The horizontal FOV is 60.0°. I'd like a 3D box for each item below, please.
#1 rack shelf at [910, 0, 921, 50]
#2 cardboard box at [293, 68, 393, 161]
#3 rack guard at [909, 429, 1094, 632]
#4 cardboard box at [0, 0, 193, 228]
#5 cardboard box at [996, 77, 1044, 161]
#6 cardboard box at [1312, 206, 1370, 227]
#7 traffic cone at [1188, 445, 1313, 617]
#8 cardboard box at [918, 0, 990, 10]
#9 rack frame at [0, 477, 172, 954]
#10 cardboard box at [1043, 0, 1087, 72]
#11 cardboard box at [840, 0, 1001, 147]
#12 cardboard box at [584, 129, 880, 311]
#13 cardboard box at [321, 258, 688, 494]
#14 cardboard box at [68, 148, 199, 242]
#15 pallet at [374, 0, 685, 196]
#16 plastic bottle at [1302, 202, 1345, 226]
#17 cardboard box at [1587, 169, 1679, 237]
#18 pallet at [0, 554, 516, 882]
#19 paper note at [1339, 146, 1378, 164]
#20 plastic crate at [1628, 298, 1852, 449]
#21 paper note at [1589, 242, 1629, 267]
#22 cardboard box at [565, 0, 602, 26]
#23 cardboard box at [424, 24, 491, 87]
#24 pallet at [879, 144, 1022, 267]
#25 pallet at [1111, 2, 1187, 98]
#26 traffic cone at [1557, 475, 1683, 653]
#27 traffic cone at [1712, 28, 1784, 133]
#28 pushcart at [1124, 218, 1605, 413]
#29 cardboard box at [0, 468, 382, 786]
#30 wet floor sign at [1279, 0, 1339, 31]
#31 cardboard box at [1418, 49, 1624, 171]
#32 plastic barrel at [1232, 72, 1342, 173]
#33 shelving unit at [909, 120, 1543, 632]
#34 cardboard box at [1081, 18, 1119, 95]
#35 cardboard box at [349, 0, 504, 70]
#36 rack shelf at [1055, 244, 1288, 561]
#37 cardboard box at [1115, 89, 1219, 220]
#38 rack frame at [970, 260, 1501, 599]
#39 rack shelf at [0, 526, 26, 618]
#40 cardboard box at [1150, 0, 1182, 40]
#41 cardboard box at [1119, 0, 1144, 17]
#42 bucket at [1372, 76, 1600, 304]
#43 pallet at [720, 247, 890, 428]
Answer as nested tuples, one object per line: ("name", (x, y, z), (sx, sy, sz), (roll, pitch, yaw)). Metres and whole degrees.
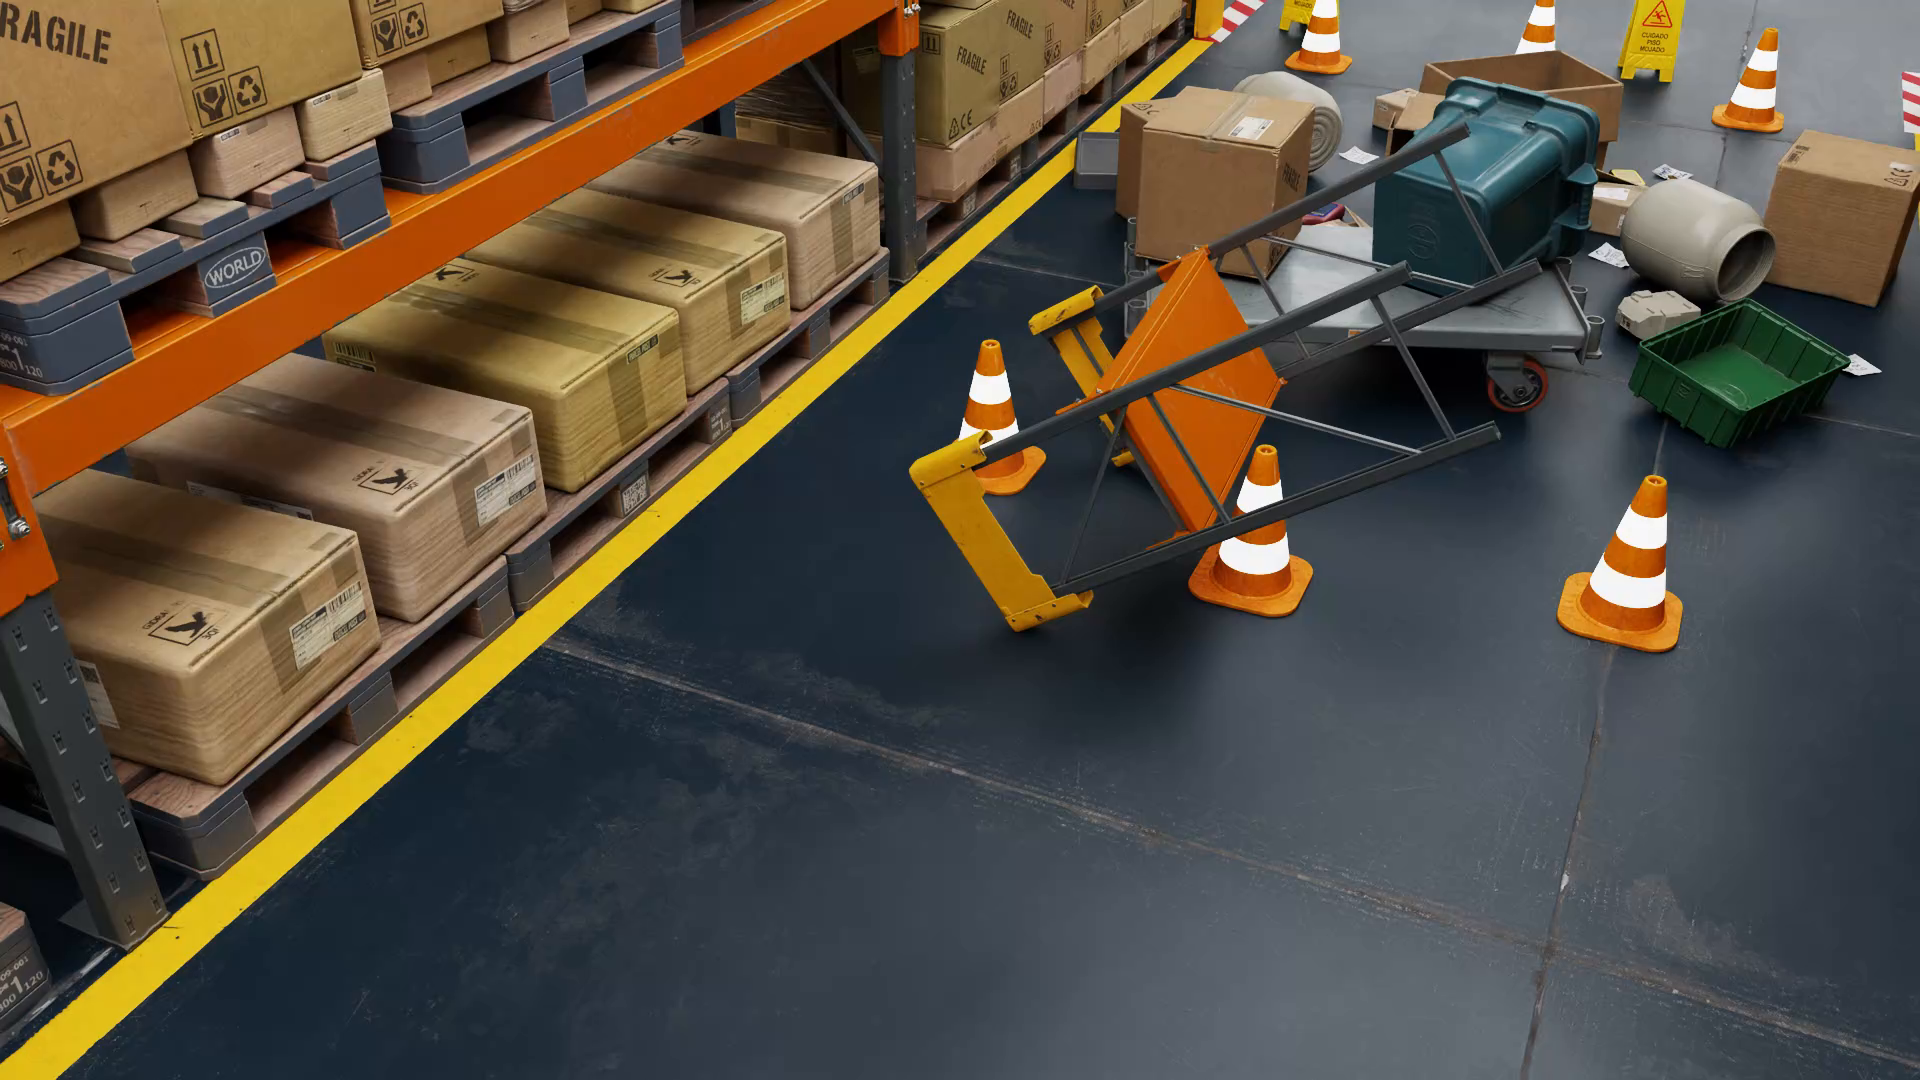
("rack shelf", (0.182, -3.140, 7.959), (1.077, 0.370, 4.000), (14, 36, 20))
("cardboard box", (-1.584, -1.033, 3.937), (0.380, 0.149, 0.250), (14, 36, 21))
("rack guard", (0.119, -0.018, 4.708), (0.250, 0.587, 0.087), (-22, 20, 35))
("cardboard box", (-1.930, -0.965, 3.241), (0.500, 0.500, 0.500), (13, 35, 19))
("cardboard box", (0.050, -1.971, 7.645), (0.500, 0.250, 0.500), (16, 37, 23))
("cardboard box", (1.635, -1.215, 6.860), (0.258, 0.266, 0.396), (-9, 34, -13))
("traffic cone", (0.885, -0.071, 4.937), (0.336, 0.463, 0.334), (14, 36, 20))
("cardboard box", (-0.056, -2.336, 6.926), (0.380, 0.149, 0.250), (15, 36, 21))
("rack frame", (-2.328, -0.453, 3.205), (1.000, 3.000, 0.127), (14, 36, 20))
("cardboard box", (0.269, -2.543, 7.834), (0.500, 0.500, 0.500), (16, 37, 23))
("cardboard box", (-0.163, -2.016, 7.030), (0.500, 0.500, 0.500), (16, 36, 23))
("cardboard box", (-0.872, -1.260, 6.449), (0.950, 0.372, 0.625), (15, 36, 21))
("cardboard box", (-1.459, -0.554, 5.373), (0.950, 0.372, 0.625), (15, 36, 22))
("cardboard box", (-1.875, -0.775, 3.543), (0.380, 0.149, 0.250), (12, 35, 18))
("pallet", (-1.537, -1.368, 4.775), (1.003, 0.211, 1.213), (14, 36, 20))
("plastic bottle", (1.589, -1.428, 7.373), (0.133, 0.061, 0.283), (21, 39, 28))
("cardboard box", (2.930, -1.495, 7.287), (0.396, 0.266, 0.258), (21, 39, 28))
("pallet", (-2.000, 0.325, 4.562), (1.003, 0.211, 1.213), (14, 36, 20))
("paper note", (1.940, -1.874, 8.091), (0.148, 0.019, 0.142), (29, 43, 36))
("plastic crate", (2.766, -0.595, 5.933), (0.662, 0.188, 0.450), (-21, 49, -29))
("paper note", (2.790, -1.211, 7.076), (0.172, 0.023, 0.155), (29, 43, 36))
("cardboard box", (-1.263, -1.583, 4.775), (0.380, 0.149, 0.250), (13, 35, 19))
("cardboard box", (-1.472, -1.321, 4.375), (0.380, 0.149, 0.250), (16, 36, 22))
("pallet", (-0.406, -1.621, 7.530), (1.003, 0.211, 1.213), (14, 36, 20))
("pallet", (0.615, -2.836, 9.383), (1.003, 0.211, 1.213), (14, 36, 20))
("traffic cone", (1.951, 0.023, 4.793), (0.336, 0.463, 0.334), (14, 36, 20))
("traffic cone", (4.045, -2.352, 8.415), (0.336, 0.463, 0.334), (14, 36, 20))
("pushcart", (1.437, -0.850, 6.202), (1.648, 0.377, 0.936), (3, 33, 4))
("cardboard box", (-2.083, 0.192, 4.236), (0.950, 0.372, 0.625), (12, 35, 17))
("wet floor sign", (2.070, -3.301, 9.696), (0.267, 0.644, 0.232), (29, 43, 36))
("cardboard box", (2.583, -1.937, 7.746), (0.797, 0.503, 0.637), (-9, 34, -13))
("plastic barrel", (1.530, -1.983, 7.889), (0.421, 0.421, 0.512), (-15, 36, -21))
("shelving unit", (0.778, -0.469, 4.737), (1.500, 0.587, 1.083), (-22, 20, 35))
("cardboard box", (0.487, -2.480, 8.422), (0.500, 0.250, 0.500), (13, 35, 19))
("cardboard box", (-1.502, -1.493, 4.045), (0.500, 0.500, 0.500), (15, 36, 21))
("rack shelf", (0.644, -0.418, 4.846), (0.185, 0.538, 1.000), (-22, 20, 35))
("cardboard box", (1.029, -1.622, 7.265), (0.500, 0.500, 0.500), (-15, 36, -21))
("rack frame", (0.594, -0.212, 4.351), (1.500, 0.500, 0.032), (-22, 20, 35))
("rack shelf", (-3.165, 0.844, 1.883), (1.077, 0.370, 4.000), (14, 36, 20))
("cardboard box", (0.915, -2.986, 9.193), (0.500, 0.250, 0.500), (14, 36, 20))
("cardboard box", (0.705, -3.057, 8.617), (0.500, 0.500, 0.500), (16, 36, 22))
("bucket", (1.846, -1.223, 5.978), (0.726, 0.611, 0.620), (29, 53, 36))
("pallet", (-0.979, -0.890, 6.416), (1.003, 0.211, 1.213), (14, 36, 20))
